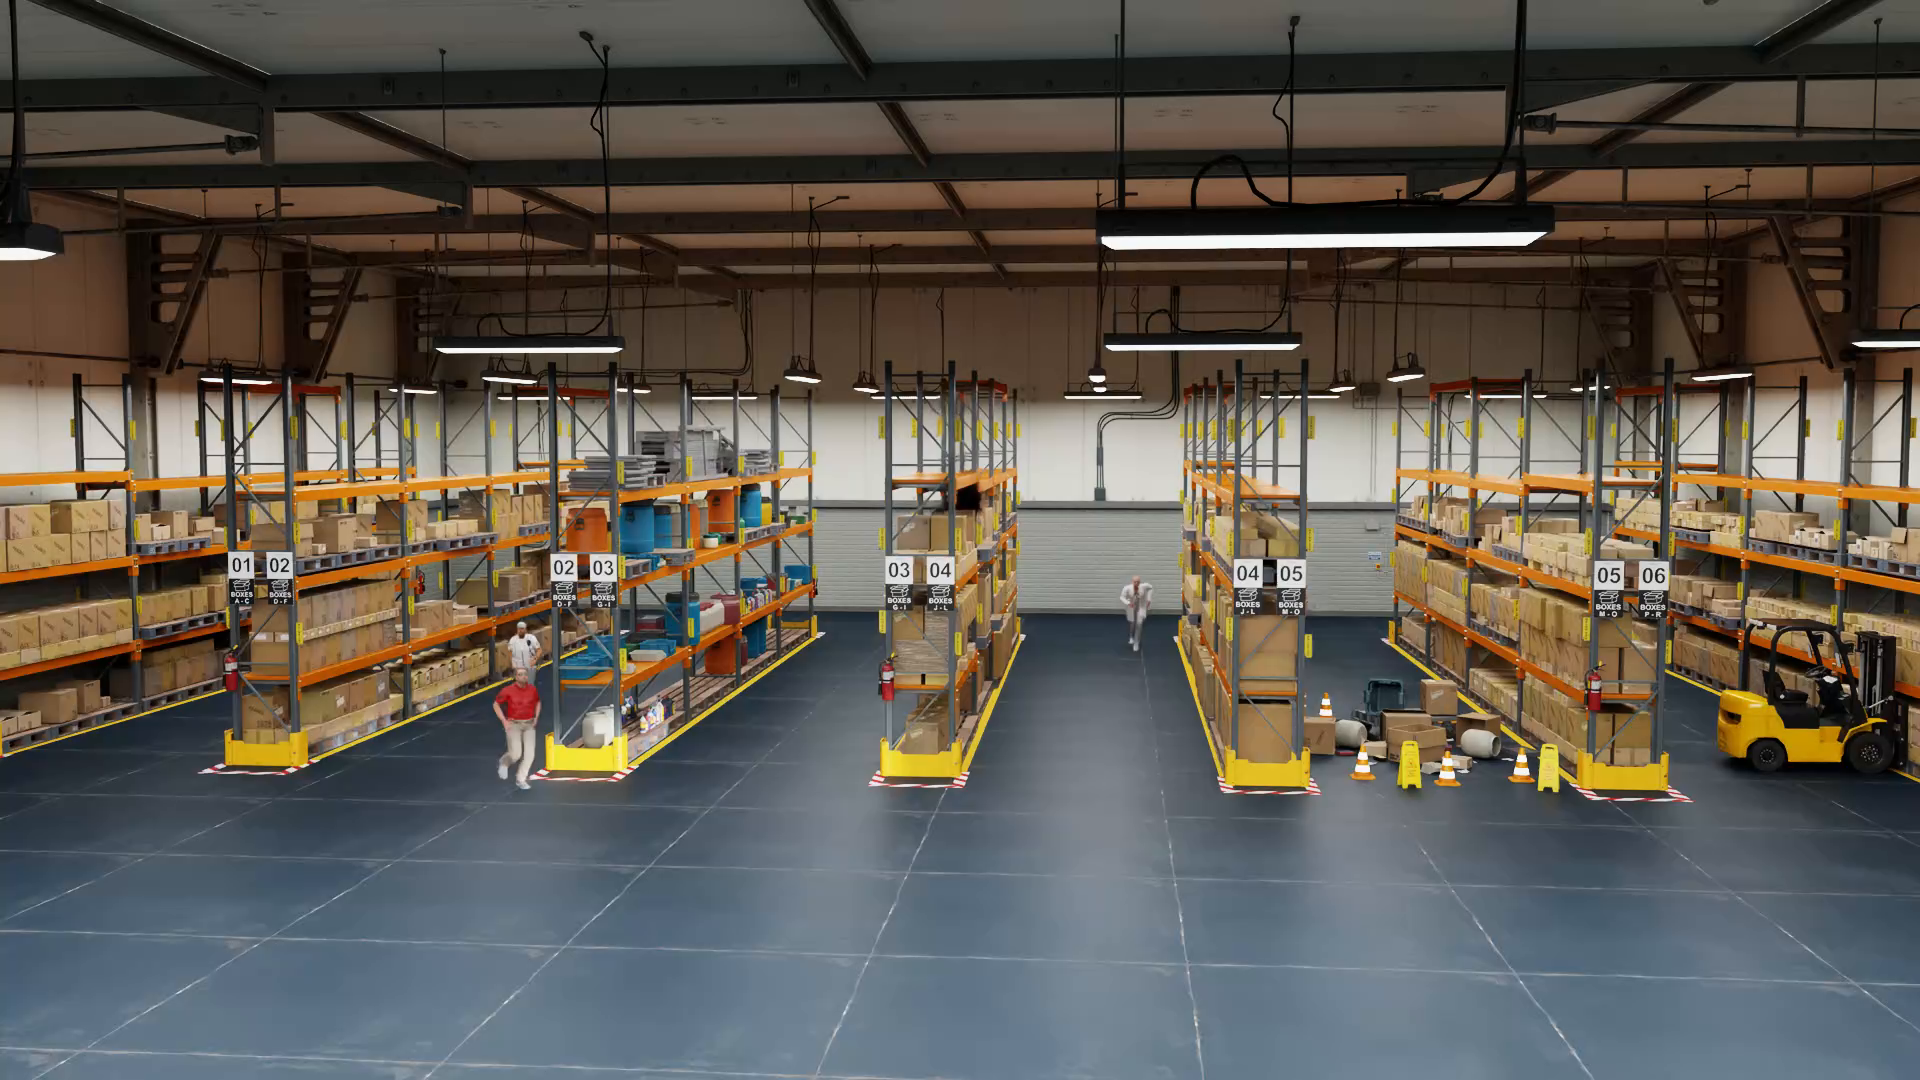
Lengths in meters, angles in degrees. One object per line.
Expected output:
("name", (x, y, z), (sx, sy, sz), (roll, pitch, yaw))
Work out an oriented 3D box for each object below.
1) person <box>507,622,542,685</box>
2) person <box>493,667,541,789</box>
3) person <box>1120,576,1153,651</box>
("person", (-7.679, 2.266, 29.351), (0.602, 1.678, 0.687), (-1, 4, -9))
("person", (-6.226, 2.636, 23.462), (0.694, 1.694, 0.586), (-3, 5, -41))
("person", (4.045, 1.666, 38.237), (0.754, 1.743, 1.069), (0, 4, 2))
